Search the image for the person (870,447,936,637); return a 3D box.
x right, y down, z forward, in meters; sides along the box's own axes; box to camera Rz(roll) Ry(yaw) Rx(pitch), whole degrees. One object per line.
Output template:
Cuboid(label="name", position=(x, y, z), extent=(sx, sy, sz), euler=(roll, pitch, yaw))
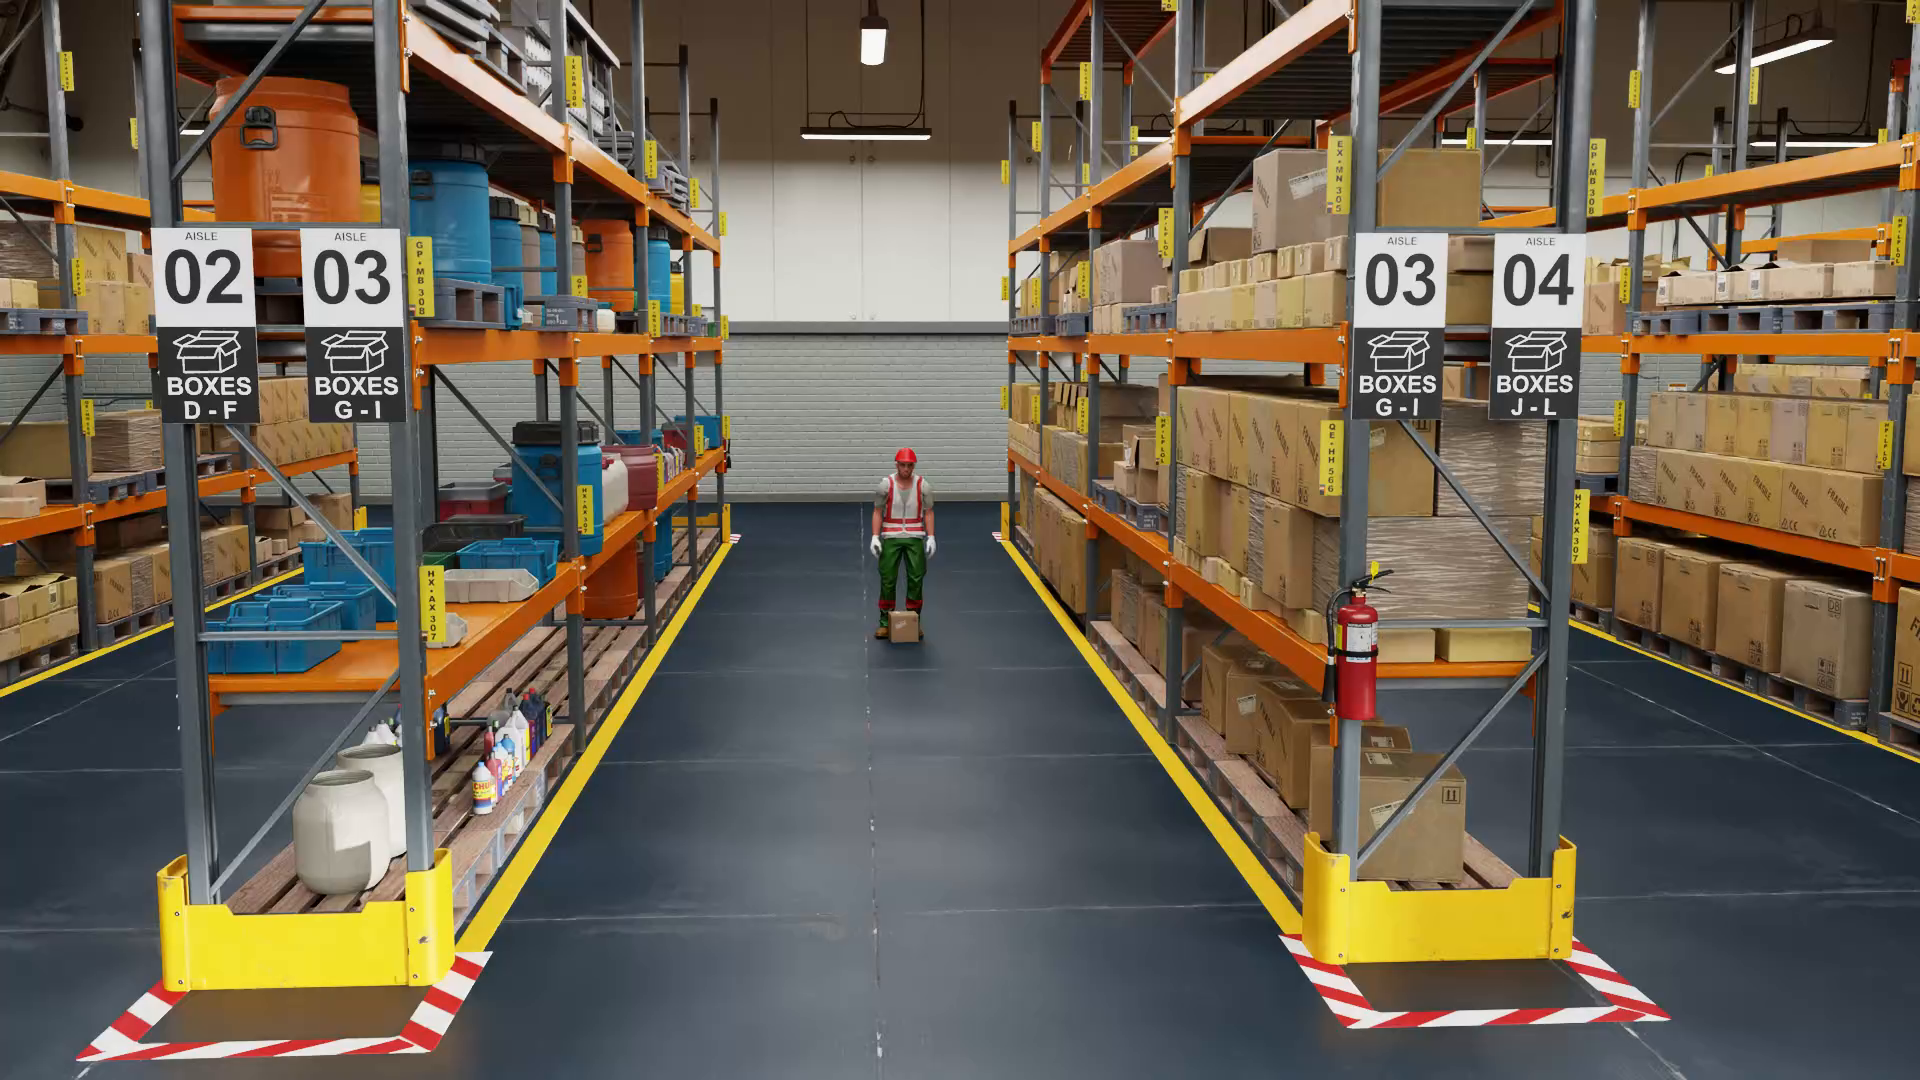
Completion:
Cuboid(label="person", position=(-0.528, 0.018, 15.521), extent=(0.619, 1.779, 0.455), euler=(-1, 7, -5))
